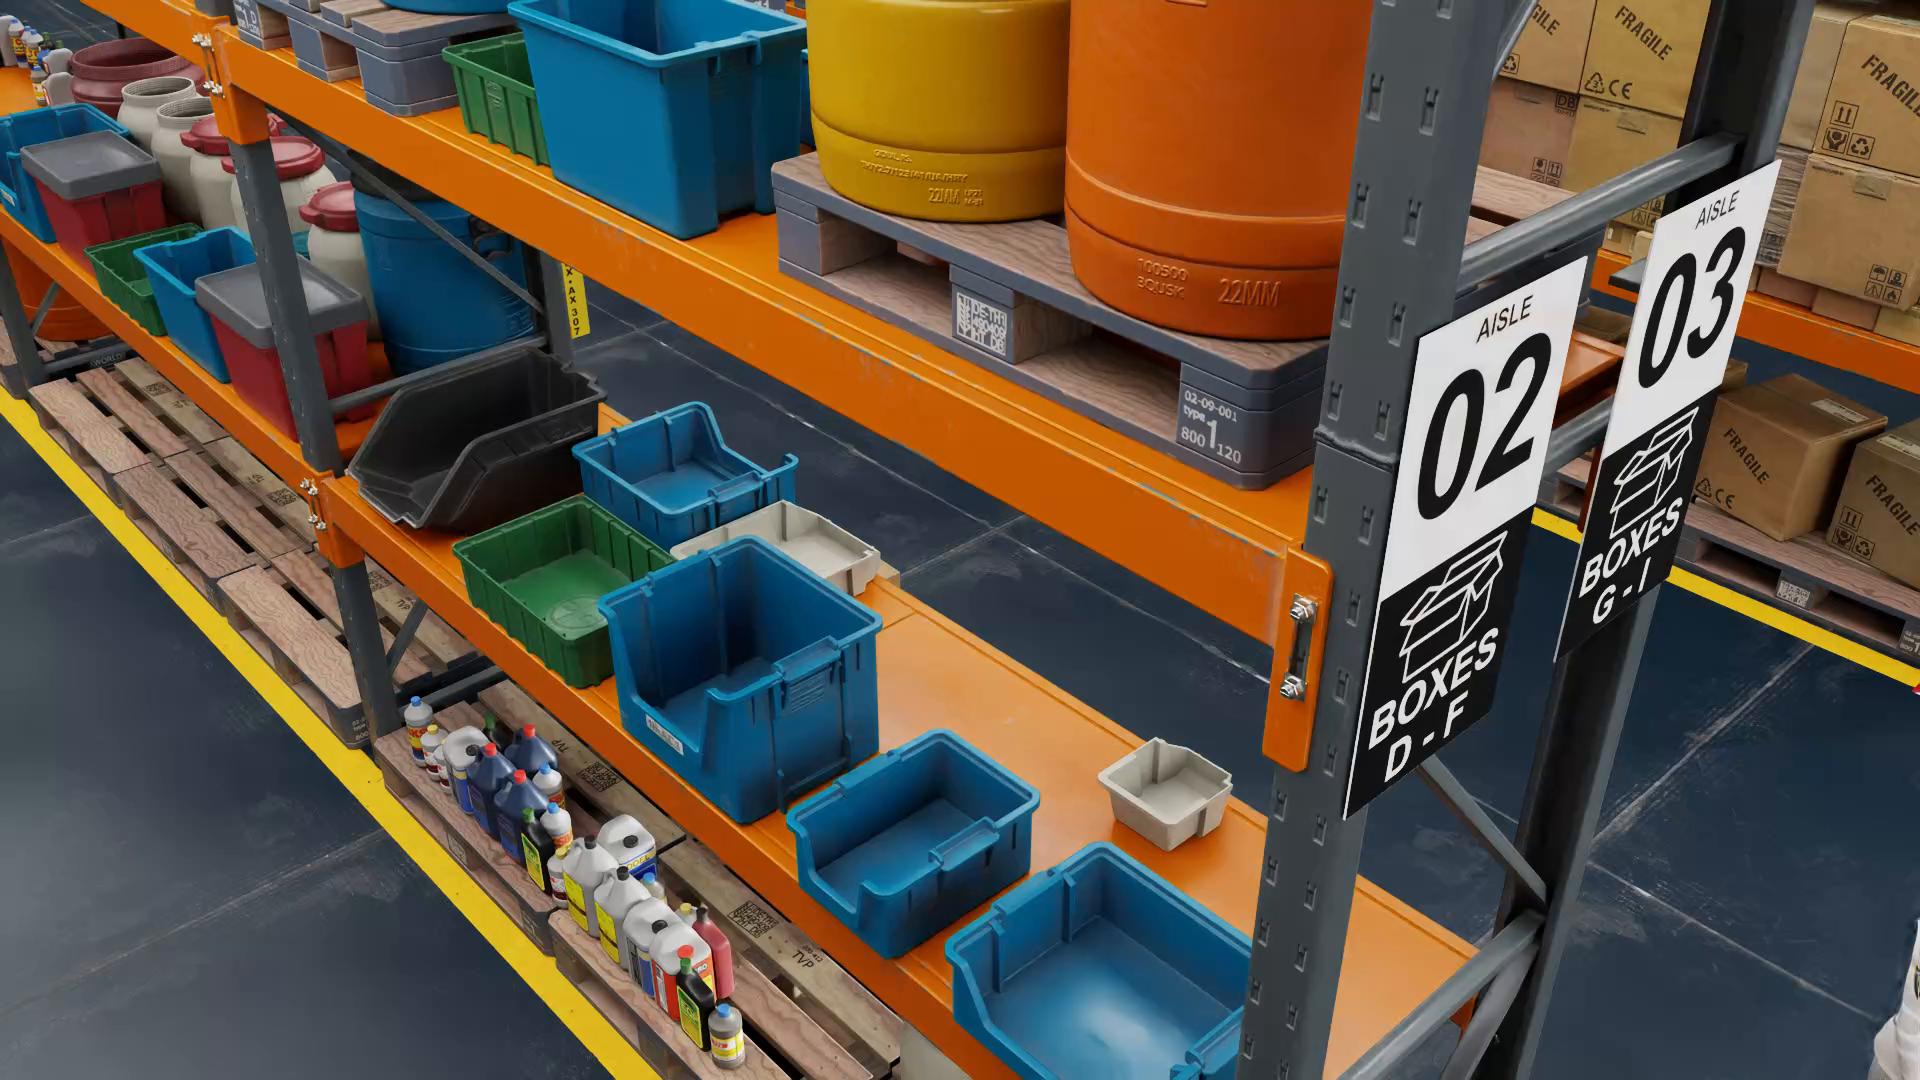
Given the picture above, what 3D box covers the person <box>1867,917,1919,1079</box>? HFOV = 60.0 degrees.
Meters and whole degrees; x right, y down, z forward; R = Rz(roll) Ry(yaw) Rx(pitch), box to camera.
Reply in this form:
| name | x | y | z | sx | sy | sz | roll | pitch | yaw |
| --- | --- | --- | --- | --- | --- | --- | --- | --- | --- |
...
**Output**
| name | x | y | z | sx | sy | sz | roll | pitch | yaw |
| --- | --- | --- | --- | --- | --- | --- | --- | --- | --- |
| person | 2.410 | 1.285 | 4.049 | 0.510 | 1.627 | 0.940 | -18 | 36 | -26 |
